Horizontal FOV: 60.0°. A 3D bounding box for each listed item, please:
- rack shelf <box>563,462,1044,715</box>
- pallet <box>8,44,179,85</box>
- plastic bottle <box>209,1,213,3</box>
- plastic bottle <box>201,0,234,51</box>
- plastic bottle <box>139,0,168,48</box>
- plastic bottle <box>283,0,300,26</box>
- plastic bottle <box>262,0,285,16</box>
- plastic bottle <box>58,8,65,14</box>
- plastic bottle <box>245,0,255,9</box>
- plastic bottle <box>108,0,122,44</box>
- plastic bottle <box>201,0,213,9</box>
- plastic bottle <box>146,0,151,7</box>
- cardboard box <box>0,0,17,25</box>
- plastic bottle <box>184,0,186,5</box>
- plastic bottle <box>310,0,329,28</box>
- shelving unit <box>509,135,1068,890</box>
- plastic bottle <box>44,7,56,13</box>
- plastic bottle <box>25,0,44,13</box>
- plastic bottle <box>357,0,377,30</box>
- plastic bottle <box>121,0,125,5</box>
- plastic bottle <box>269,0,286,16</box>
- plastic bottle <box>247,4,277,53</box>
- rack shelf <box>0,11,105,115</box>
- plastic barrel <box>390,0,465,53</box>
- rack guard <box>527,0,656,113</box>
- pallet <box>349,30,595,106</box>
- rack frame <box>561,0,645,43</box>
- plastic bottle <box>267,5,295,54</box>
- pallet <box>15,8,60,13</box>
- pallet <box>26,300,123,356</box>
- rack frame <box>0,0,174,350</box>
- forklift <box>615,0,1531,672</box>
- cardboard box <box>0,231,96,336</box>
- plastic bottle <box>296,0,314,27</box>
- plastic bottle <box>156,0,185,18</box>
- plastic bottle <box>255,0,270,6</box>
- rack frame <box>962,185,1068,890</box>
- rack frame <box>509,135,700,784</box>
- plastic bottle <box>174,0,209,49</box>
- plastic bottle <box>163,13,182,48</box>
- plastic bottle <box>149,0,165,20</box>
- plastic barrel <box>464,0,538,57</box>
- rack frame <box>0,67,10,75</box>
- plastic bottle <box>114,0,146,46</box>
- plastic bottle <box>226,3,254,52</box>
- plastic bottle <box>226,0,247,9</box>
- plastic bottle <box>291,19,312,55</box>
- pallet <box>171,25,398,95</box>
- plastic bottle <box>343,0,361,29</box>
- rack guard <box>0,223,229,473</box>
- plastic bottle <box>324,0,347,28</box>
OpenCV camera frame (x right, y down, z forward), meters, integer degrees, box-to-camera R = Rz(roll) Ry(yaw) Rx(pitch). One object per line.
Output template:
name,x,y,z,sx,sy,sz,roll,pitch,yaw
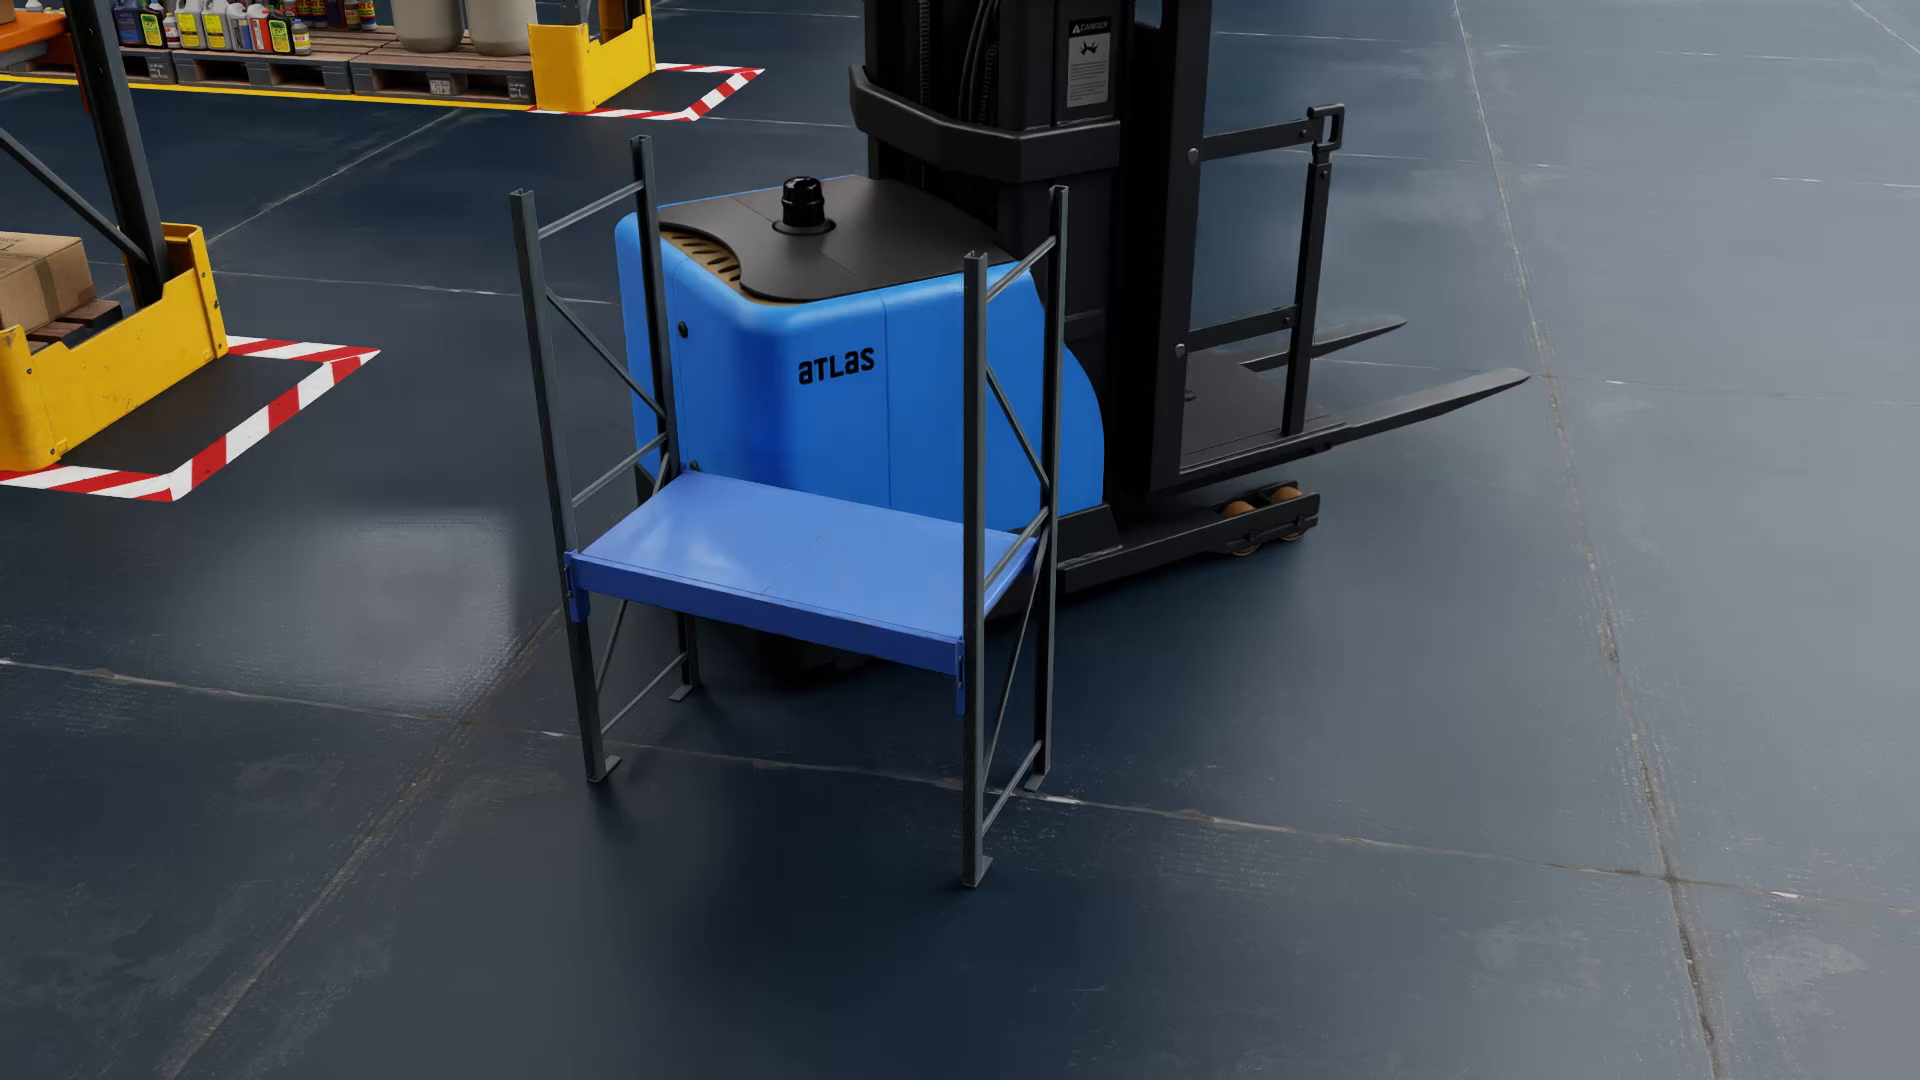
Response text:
rack shelf,-0.352,0.089,3.899,1.000,0.185,0.538,11,31,20
pallet,-5.441,-3.251,10.968,1.213,0.211,1.003,6,29,11
plastic bottle,-4.891,-3.531,10.946,0.133,0.283,0.061,6,29,11
plastic bottle,-4.604,-3.236,10.337,0.185,0.351,0.144,7,29,13
plastic bottle,-5.049,-3.231,10.399,0.133,0.283,0.061,7,30,13
plastic bottle,-4.415,-3.508,10.989,0.097,0.201,0.097,0,29,0
plastic bottle,-4.284,-3.228,10.393,0.133,0.283,0.061,6,29,11
plastic bottle,-5.670,-3.268,10.552,0.097,0.201,0.097,0,29,0
plastic bottle,-4.737,-3.560,11.007,0.135,0.276,0.152,6,29,11
plastic bottle,-5.386,-3.316,10.484,0.185,0.351,0.144,7,29,12
plastic bottle,-4.779,-3.294,10.521,0.135,0.276,0.152,6,29,11
plastic bottle,-5.429,-3.595,10.993,0.185,0.351,0.144,6,29,11
cardboard box,-3.669,-1.931,5.549,0.500,0.500,0.700,6,29,11
plastic bottle,-5.211,-3.643,11.082,0.185,0.351,0.144,4,29,8
plastic bottle,-4.220,-3.518,10.936,0.097,0.271,0.097,0,29,0
shelving unit,-0.352,-0.068,3.813,1.048,1.500,0.538,11,31,20
plastic bottle,-5.769,-3.278,10.570,0.097,0.201,0.097,0,29,0
plastic bottle,-5.869,-3.319,10.572,0.097,0.271,0.097,0,29,0
plastic bottle,-3.885,-3.484,10.873,0.097,0.271,0.097,0,29,0
plastic bottle,-5.356,-3.384,10.607,0.185,0.351,0.144,6,29,11
plastic bottle,-4.516,-3.549,10.992,0.097,0.271,0.097,0,29,0
plastic bottle,-4.305,-3.174,10.303,0.135,0.276,0.152,6,29,11
rack shelf,-5.171,-1.719,6.015,4.000,0.370,1.077,6,29,11
plastic barrel,-3.327,-3.333,10.368,0.421,0.512,0.421,0,29,0
rack guard,-2.261,-3.049,10.298,0.348,0.500,1.175,6,29,11
pallet,-3.054,-3.006,10.521,1.213,0.211,1.003,6,29,11
rack frame,-2.177,-4.160,9.724,0.127,3.000,1.000,6,29,11
plastic bottle,-4.183,-3.143,10.237,0.133,0.283,0.061,7,29,12
pallet,-6.865,-3.398,11.237,1.213,0.211,1.003,6,29,11
pallet,-3.972,-0.668,6.250,1.213,0.211,1.003,6,29,11
rack frame,-3.215,-1.834,5.476,0.127,3.000,1.000,6,29,11
forklift,0.539,-1.437,4.824,3.031,2.935,1.130,-16,32,-27
cardboard box,-3.693,-0.970,6.325,0.500,0.250,0.500,6,29,11
plastic bottle,-4.318,-3.528,10.954,0.097,0.271,0.097,0,29,0
plastic bottle,-5.217,-3.539,10.968,0.135,0.276,0.152,6,29,11
plastic bottle,-4.616,-3.528,11.027,0.097,0.201,0.097,0,29,0
rack frame,0.117,0.026,3.640,0.032,1.500,0.500,11,31,20
rack frame,-0.820,-0.163,3.986,0.032,1.500,0.500,11,31,20
plastic bottle,-4.786,-3.254,10.371,0.185,0.351,0.144,6,29,10
plastic bottle,-4.929,-3.192,10.413,0.097,0.201,0.097,0,29,0
plastic bottle,-5.050,-3.265,10.473,0.097,0.271,0.097,0,29,0
plastic barrel,-2.836,-3.283,10.276,0.421,0.512,0.421,0,29,0
rack frame,-6.089,-4.561,10.457,0.127,3.000,1.000,6,29,11
plastic bottle,-5.201,-3.297,10.449,0.185,0.351,0.144,5,29,8
plastic bottle,-4.441,-3.188,10.328,0.135,0.276,0.152,5,29,9
plastic bottle,-4.759,-3.513,10.914,0.133,0.283,0.061,6,29,11
plastic bottle,-4.064,-3.104,10.251,0.097,0.201,0.097,0,29,0
pallet,-4.244,-3.129,10.746,1.213,0.211,1.003,6,29,11
plastic bottle,-3.986,-3.464,10.909,0.097,0.201,0.097,0,29,0
rack guard,-3.191,-0.735,6.072,0.348,0.500,1.175,6,29,11
plastic bottle,-4.102,-3.521,10.928,0.133,0.283,0.061,6,29,11
